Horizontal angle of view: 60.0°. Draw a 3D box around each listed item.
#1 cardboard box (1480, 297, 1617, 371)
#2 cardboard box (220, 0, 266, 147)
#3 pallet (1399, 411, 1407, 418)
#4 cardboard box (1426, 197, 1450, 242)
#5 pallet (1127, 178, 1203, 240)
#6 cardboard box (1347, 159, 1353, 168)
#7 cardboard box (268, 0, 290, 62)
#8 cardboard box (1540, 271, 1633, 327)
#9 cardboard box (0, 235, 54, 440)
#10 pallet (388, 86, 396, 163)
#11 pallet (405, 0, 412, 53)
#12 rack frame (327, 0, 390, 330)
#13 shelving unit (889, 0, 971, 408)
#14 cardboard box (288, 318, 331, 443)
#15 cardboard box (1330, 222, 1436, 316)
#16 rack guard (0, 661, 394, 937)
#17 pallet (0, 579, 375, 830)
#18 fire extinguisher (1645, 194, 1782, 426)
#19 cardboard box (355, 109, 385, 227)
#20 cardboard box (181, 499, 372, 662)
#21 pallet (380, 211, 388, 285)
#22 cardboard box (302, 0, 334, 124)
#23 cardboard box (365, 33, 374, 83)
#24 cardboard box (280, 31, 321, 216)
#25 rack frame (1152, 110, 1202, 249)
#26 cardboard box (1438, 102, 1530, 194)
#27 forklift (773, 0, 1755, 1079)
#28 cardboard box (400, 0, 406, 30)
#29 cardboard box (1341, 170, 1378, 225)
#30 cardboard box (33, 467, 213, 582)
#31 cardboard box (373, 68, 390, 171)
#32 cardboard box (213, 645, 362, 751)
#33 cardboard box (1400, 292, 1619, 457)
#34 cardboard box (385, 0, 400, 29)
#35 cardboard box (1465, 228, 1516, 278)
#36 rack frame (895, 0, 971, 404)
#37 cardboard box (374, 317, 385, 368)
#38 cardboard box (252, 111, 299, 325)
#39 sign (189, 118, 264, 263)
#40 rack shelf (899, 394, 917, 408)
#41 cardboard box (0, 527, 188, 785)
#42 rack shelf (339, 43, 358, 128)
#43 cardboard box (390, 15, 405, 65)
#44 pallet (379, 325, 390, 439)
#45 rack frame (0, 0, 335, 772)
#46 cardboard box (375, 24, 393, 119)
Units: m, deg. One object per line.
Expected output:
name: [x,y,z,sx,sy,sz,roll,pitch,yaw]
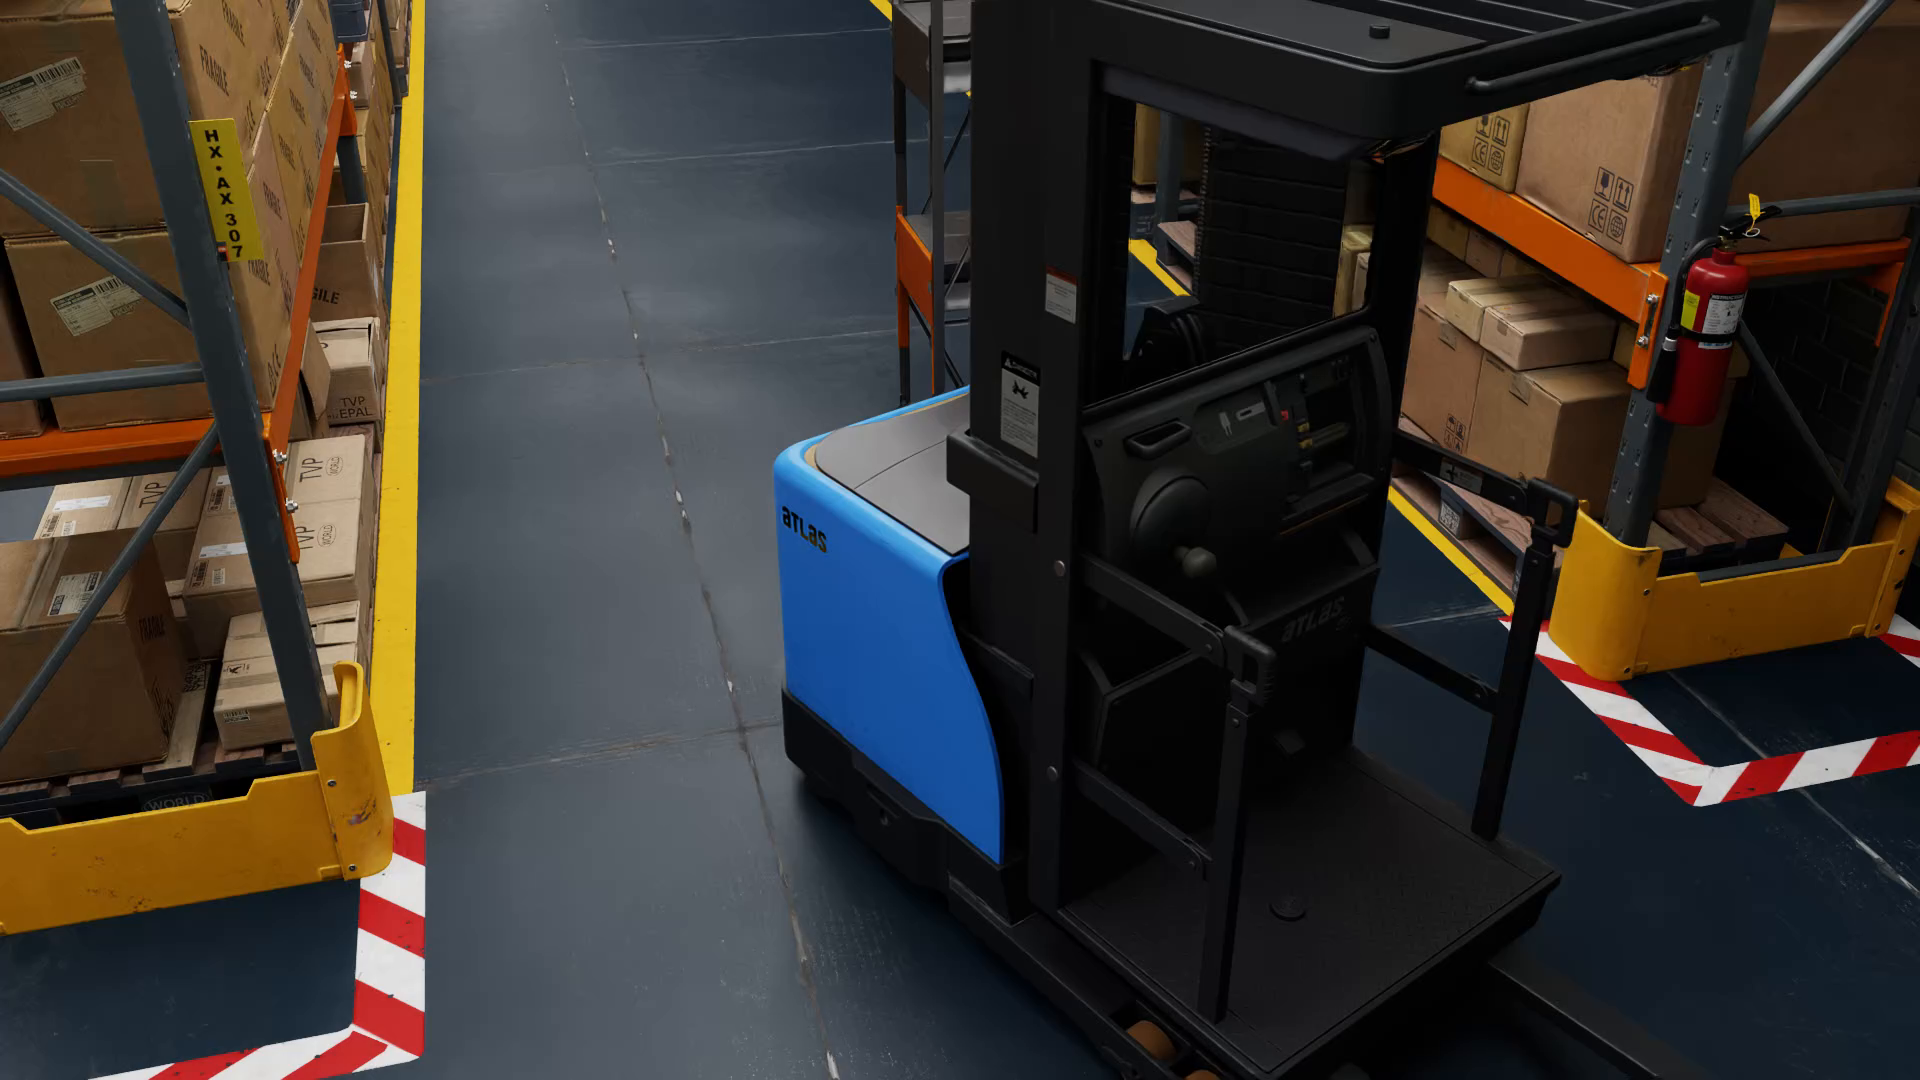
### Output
cardboard box: [2.106,-0.741,5.964,0.380,0.149,0.250,-8,31,-14]
cardboard box: [-2.187,-1.314,4.428,0.500,0.500,0.500,-8,31,-13]
pallet: [1.990,-0.755,7.343,1.003,0.211,1.213,-8,31,-13]
cardboard box: [2.136,-1.404,7.110,0.380,0.149,0.250,-8,31,-14]
pallet: [1.258,-2.085,9.642,1.003,0.211,1.213,-8,31,-13]
cardboard box: [1.636,-1.655,8.191,0.700,0.500,0.500,-7,31,-13]
cardboard box: [-2.451,-1.802,5.271,0.500,0.500,0.500,-8,31,-14]
cardboard box: [2.406,-0.914,6.263,0.380,0.149,0.250,-8,31,-13]
cardboard box: [-2.559,-0.561,4.125,0.500,0.500,0.500,-7,31,-12]
pallet: [-4.139,-2.629,10.581,1.003,0.211,1.213,-8,31,-13]
pallet: [-4.802,-3.985,12.924,1.003,0.211,1.213,-8,31,-13]
rack frame: [-3.239,-2.269,7.176,1.000,3.000,0.127,-8,31,-13]
shelving unit: [0.044,-0.829,5.586,0.431,2.100,0.503,-8,31,-13]
cardboard box: [-2.735,-0.473,6.125,0.797,0.503,0.637,-8,31,-13]
cardboard box: [1.900,-1.164,7.342,0.700,0.500,0.500,-7,31,-12]
rack guard: [-2.198,0.708,4.528,1.175,0.500,0.348,-8,31,-13]
pallet: [-2.410,0.448,5.266,1.003,0.211,1.213,-8,31,-13]
fire extinguisher: [2.193,-0.669,4.860,0.296,0.674,0.183,-8,31,-13]
cardboard box: [-3.285,-1.900,8.594,0.500,0.500,0.500,-7,31,-13]
cardboard box: [-2.181,0.120,5.353,0.500,0.250,0.500,-8,31,-13]
pallet: [-3.491,-1.450,8.545,1.003,0.211,1.213,-8,31,-13]
cardboard box: [-2.721,-1.856,6.363,0.500,0.500,0.500,-7,31,-12]
cardboard box: [-3.532,-2.694,9.217,0.500,0.250,0.500,-8,31,-14]
cardboard box: [-2.444,-1.363,5.510,0.500,0.500,0.500,-7,31,-13]
rack frame: [1.536,-2.930,8.317,1.000,3.000,0.127,-8,31,-13]
cardboard box: [2.249,-1.722,5.932,0.980,0.700,0.700,-8,31,-14]
forklift: [0.781,-0.157,3.595,1.130,2.935,3.031,-22,36,-33]
cardboard box: [-4.435,-3.978,12.454,0.500,0.250,0.500,-9,31,-15]
cardboard box: [1.689,-1.494,7.265,0.380,0.149,0.250,-9,31,-15]
cardboard box: [-2.782,-0.030,5.614,0.500,0.250,0.500,-8,31,-13]
cardboard box: [-3.544,-2.387,9.435,0.500,0.500,0.500,-9,31,-15]
cardboard box: [-1.957,0.458,4.871,0.380,0.149,0.250,-8,31,-13]
cardboard box: [2.183,-0.664,6.479,0.700,0.500,0.500,-8,31,-13]
cardboard box: [-4.157,-3.728,11.462,0.500,0.311,0.500,-7,31,-12]
cardboard box: [2.272,-1.158,6.684,0.380,0.149,0.250,-7,31,-13]
rack frame: [-0.021,-0.947,5.789,0.400,2.100,0.015,-8,31,-13]
cardboard box: [-2.657,-0.815,7.071,0.380,0.149,0.250,-8,31,-13]
cardboard box: [-2.183,-0.878,4.674,0.500,0.500,0.500,-8,31,-14]
sign: [-1.654,-0.784,3.746,0.100,0.325,0.005,-8,31,-13]
rack shelf: [0.044,-0.211,5.943,0.431,0.518,0.480,-8,31,-13]
cardboard box: [-2.559,0.324,4.752,0.500,0.500,0.500,-8,31,-13]
rack shelf: [-3.770,-2.924,9.025,1.077,0.370,4.000,-8,31,-13]
cardboard box: [-4.157,-3.485,11.602,0.500,0.250,0.500,-8,31,-13]
pallet: [-3.058,-0.730,7.302,1.003,0.211,1.213,-8,31,-13]
rack frame: [-2.177,-0.337,3.838,1.000,3.000,0.127,-8,31,-13]
cardboard box: [-3.826,-2.889,10.303,0.500,0.500,0.500,-7,31,-11]
